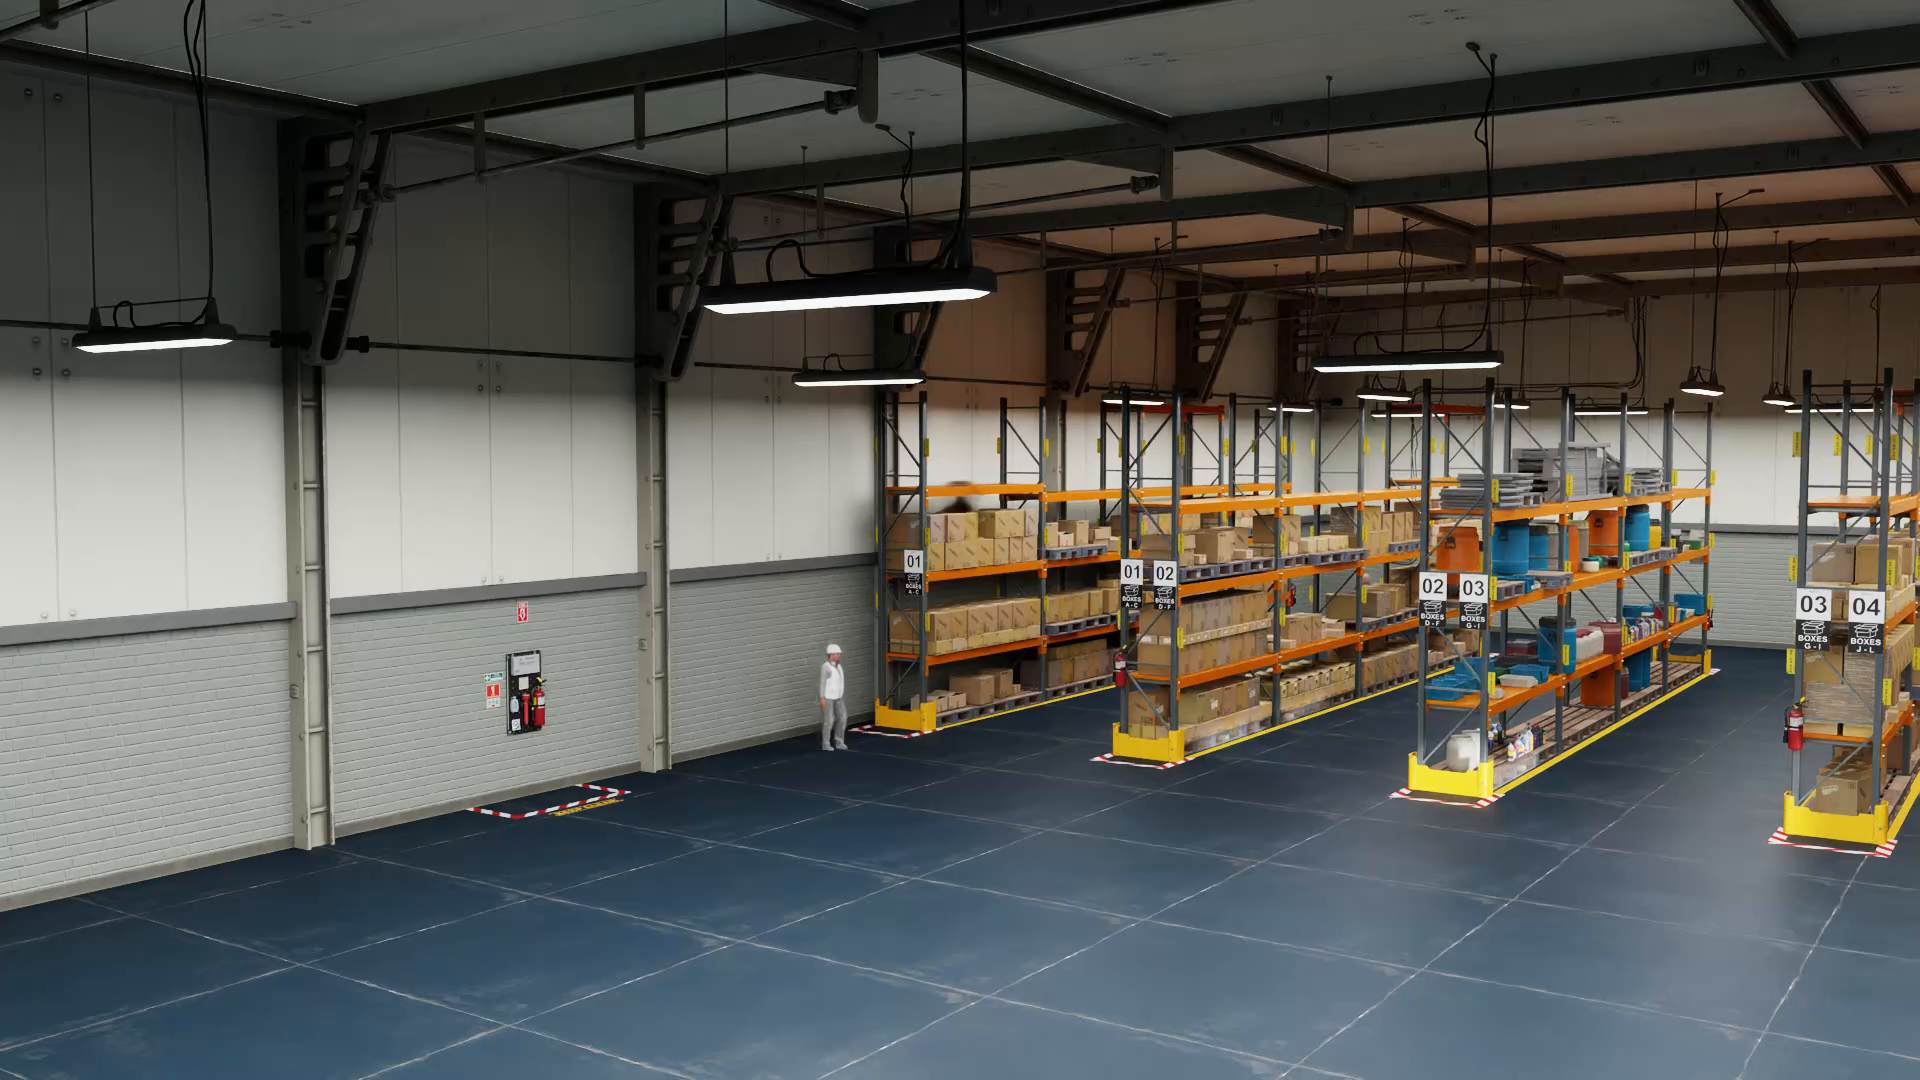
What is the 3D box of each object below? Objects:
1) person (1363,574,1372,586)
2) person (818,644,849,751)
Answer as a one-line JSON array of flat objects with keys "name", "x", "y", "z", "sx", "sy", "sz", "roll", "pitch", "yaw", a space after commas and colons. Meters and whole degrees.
[{"name": "person", "x": 10.375, "y": 1.771, "z": 42.451, "sx": 0.620, "sy": 1.779, "sz": 0.705, "roll": 0, "pitch": 3, "yaw": 4}, {"name": "person", "x": -2.132, "y": 2.612, "z": 27.483, "sx": 0.409, "sy": 1.791, "sz": 0.638, "roll": 2, "pitch": 4, "yaw": 30}]
